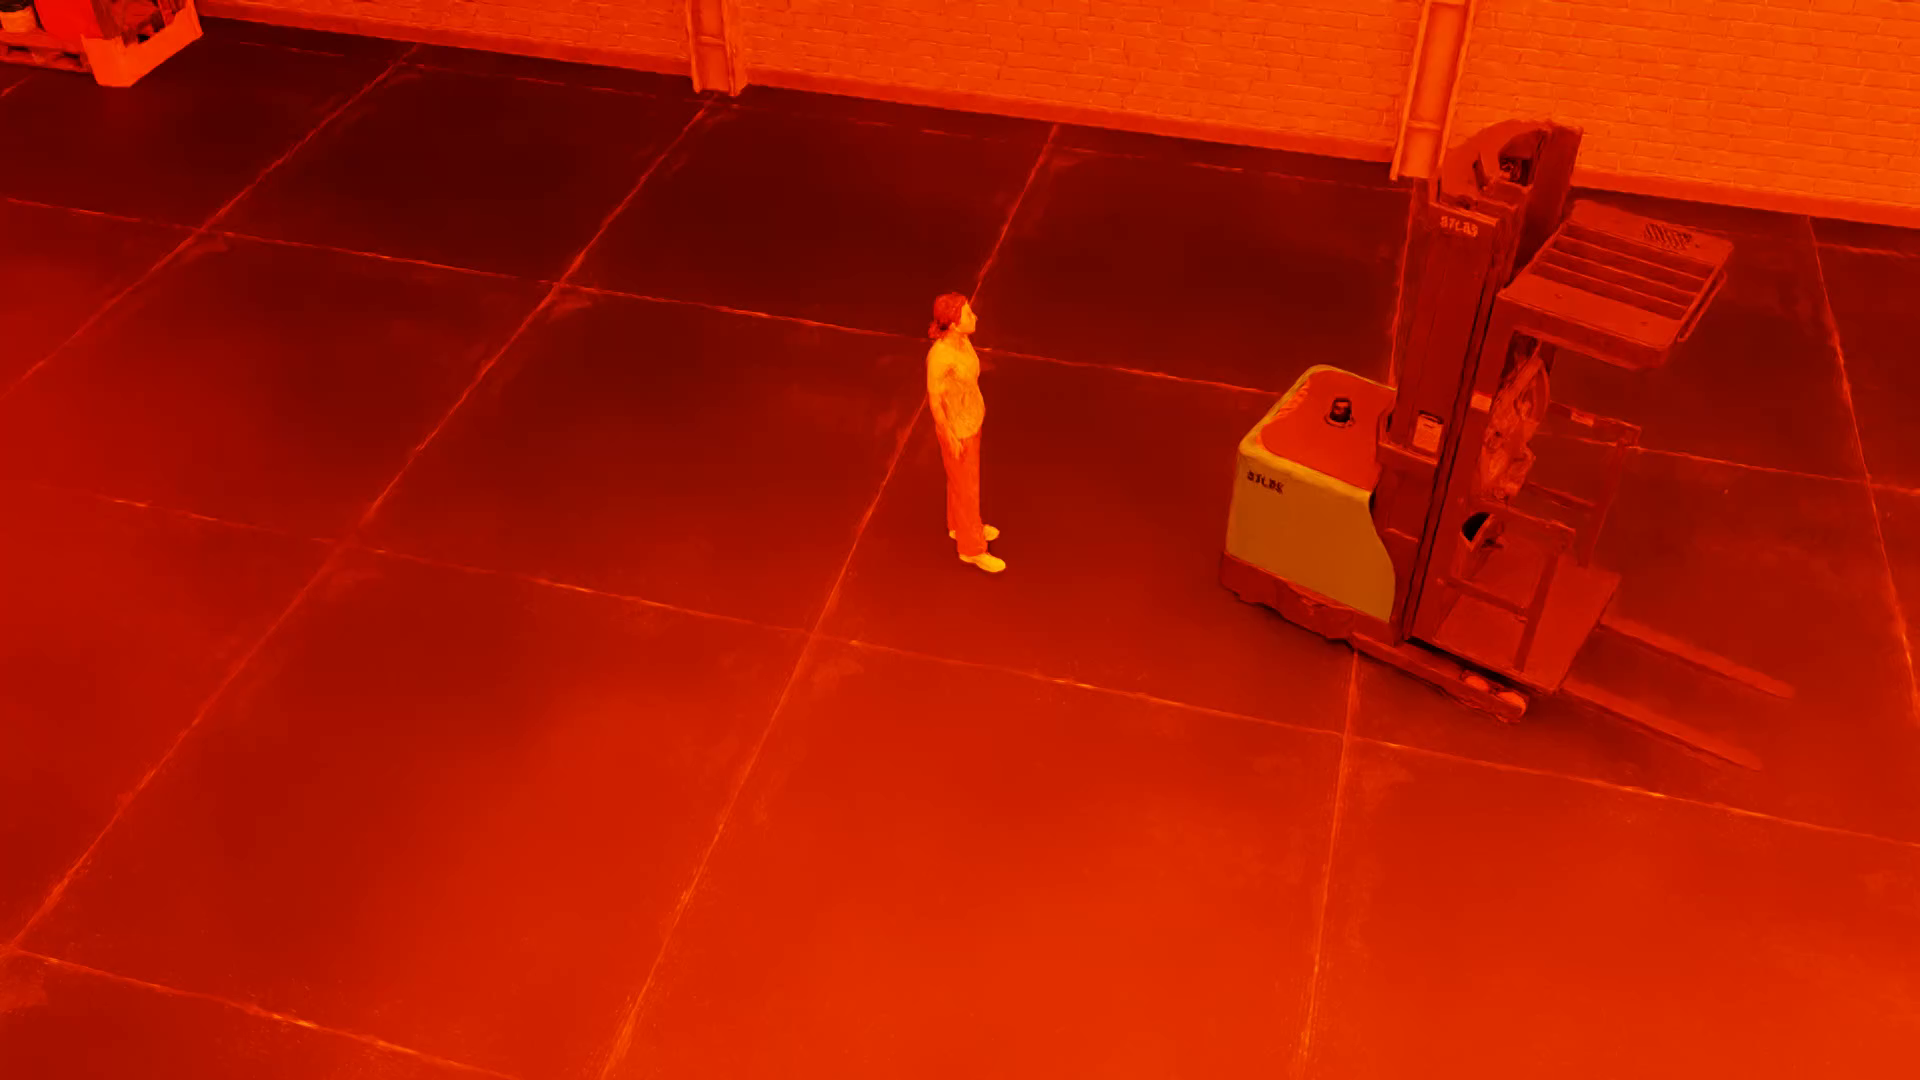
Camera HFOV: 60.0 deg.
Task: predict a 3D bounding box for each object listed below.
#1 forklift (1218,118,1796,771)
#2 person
[{"bbox_3d":[3.008,-0.521,8.456,3.031,2.935,1.130,25,47,26],"label":"forklift"},{"bbox_3d":[0.068,-0.646,9.480,0.549,1.673,0.554,10,42,11],"label":"person"}]
